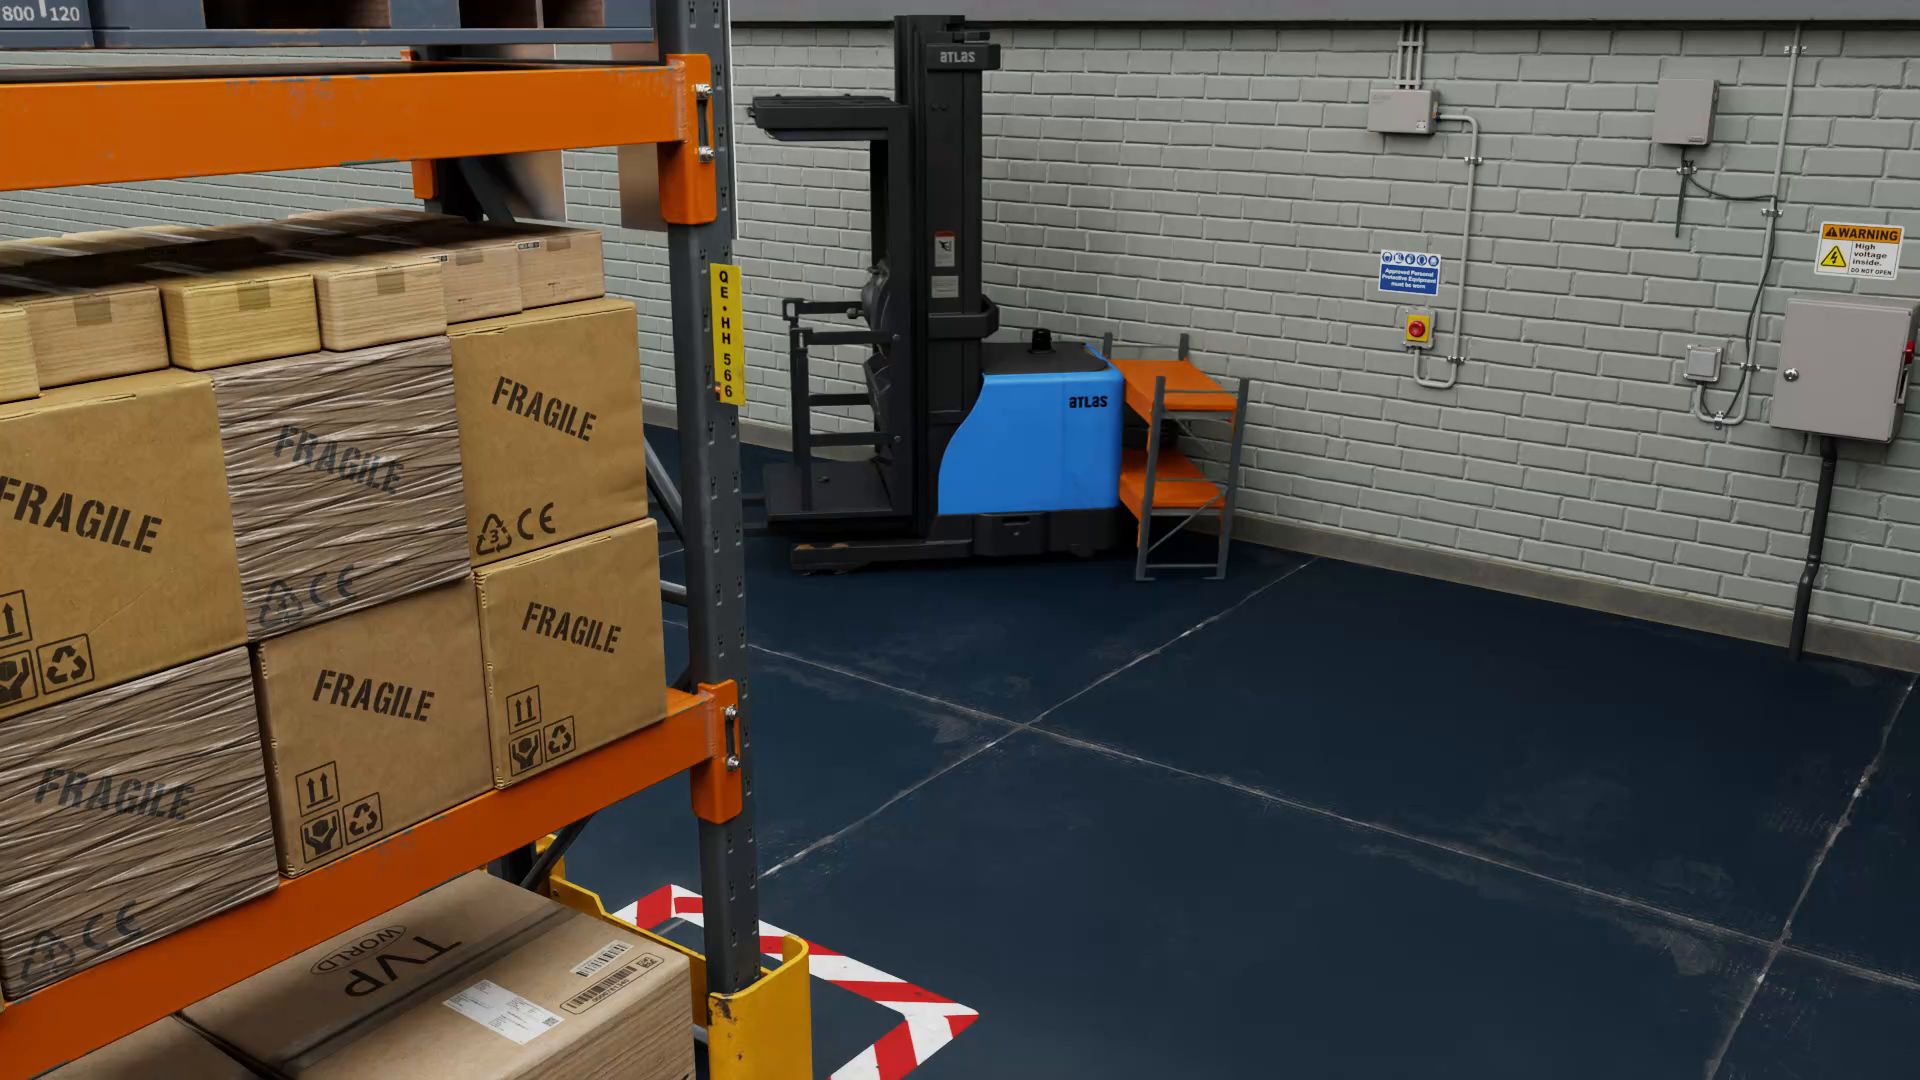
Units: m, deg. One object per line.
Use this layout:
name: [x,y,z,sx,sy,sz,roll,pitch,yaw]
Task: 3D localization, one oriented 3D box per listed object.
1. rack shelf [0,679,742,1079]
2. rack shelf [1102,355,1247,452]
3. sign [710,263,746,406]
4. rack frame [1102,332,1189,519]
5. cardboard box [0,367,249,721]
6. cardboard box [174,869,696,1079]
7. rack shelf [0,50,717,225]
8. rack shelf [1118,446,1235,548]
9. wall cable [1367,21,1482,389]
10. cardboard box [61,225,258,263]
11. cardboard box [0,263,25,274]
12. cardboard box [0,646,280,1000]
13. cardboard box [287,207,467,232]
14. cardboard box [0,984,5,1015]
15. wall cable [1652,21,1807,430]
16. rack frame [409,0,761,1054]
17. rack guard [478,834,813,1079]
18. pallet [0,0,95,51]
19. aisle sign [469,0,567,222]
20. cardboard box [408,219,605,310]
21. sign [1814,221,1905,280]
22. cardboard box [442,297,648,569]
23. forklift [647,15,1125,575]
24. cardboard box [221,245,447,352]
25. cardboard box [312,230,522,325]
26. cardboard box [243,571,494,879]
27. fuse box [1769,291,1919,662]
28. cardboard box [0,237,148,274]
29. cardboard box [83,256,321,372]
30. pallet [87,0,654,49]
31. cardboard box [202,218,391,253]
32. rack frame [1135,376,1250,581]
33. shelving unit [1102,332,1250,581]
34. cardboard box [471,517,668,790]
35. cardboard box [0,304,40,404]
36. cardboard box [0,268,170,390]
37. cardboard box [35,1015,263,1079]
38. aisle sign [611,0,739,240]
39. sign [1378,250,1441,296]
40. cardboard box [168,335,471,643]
rack shelf: [-2.162,0.910,2.970,1.077,0.370,4.000,12,21,35]
rack shelf: [1.153,-0.764,9.195,0.538,0.278,1.000,0,20,-11]
sign: [-0.542,-0.477,3.871,0.100,0.325,0.005,12,21,35]
rack frame: [1.040,-0.661,9.762,0.500,1.125,0.032,0,20,-11]
cardboard box: [-1.651,-0.032,2.934,0.500,0.500,0.500,12,21,34]
cardboard box: [-1.283,1.288,4.152,0.875,0.438,0.875,12,21,33]
rack shelf: [-2.162,-0.523,2.525,1.077,0.370,4.000,12,21,35]
rack shelf: [1.119,-0.259,9.374,0.538,0.278,1.000,0,20,-11]
wall cable: [2.371,-1.758,8.580,0.585,1.953,0.123,12,21,35]
cardboard box: [-1.750,-0.593,3.647,0.380,0.149,0.250,13,22,36]
cardboard box: [-2.006,-0.455,3.204,0.380,0.149,0.250,13,21,35]
cardboard box: [-1.654,0.445,3.085,0.500,0.500,0.500,13,22,36]
cardboard box: [-1.404,-0.710,4.023,0.380,0.149,0.250,13,21,36]
cardboard box: [-1.952,0.570,2.682,0.500,0.500,0.500,13,22,36]
wall cable: [3.517,-1.495,7.786,0.588,1.984,0.122,12,21,35]
rack frame: [-0.970,0.090,4.397,1.000,3.000,0.127,12,21,35]
rack guard: [-0.956,1.278,4.786,1.175,0.500,0.348,12,21,35]
pallet: [-2.130,-0.830,2.451,1.003,0.211,1.213,12,21,35]
aisle sign: [-1.160,-1.220,4.232,0.394,0.787,0.004,12,21,35]
cardboard box: [-1.023,-0.624,3.749,0.380,0.149,0.250,13,21,35]
sign: [4.050,-1.305,7.496,0.339,0.242,0.001,12,21,35]
cardboard box: [-1.066,-0.279,3.729,0.500,0.500,0.500,13,22,36]
forklift: [-0.641,-1.373,9.223,3.031,2.935,1.130,-2,17,-8]
cardboard box: [-1.241,-0.483,3.294,0.380,0.149,0.250,12,21,34]
cardboard box: [-1.155,-0.560,3.540,0.380,0.149,0.250,13,21,36]
cardboard box: [-1.356,0.320,3.485,0.500,0.500,0.500,12,21,34]
fuse box: [3.971,-0.236,7.619,0.539,1.711,0.414,12,21,35]
cardboard box: [-1.892,-0.527,3.435,0.380,0.149,0.250,12,21,33]
cardboard box: [-1.424,-0.431,3.125,0.380,0.149,0.250,13,21,36]
pallet: [-1.404,-1.122,3.390,1.003,0.211,1.213,12,21,35]
cardboard box: [-1.503,-0.635,3.782,0.380,0.149,0.250,13,22,36]
rack frame: [1.228,-0.316,8.824,0.500,1.125,0.032,0,20,-11]
shelving unit: [1.134,-0.489,9.293,0.538,1.125,1.048,0,20,-11]
cardboard box: [-1.045,0.204,3.862,0.500,0.500,0.500,13,21,35]
cardboard box: [-1.739,-0.311,2.739,0.380,0.149,0.250,13,22,36]
cardboard box: [-1.637,-0.381,2.964,0.380,0.149,0.250,12,21,34]
cardboard box: [-1.821,1.507,3.445,0.875,0.438,0.875,13,22,36]
aisle sign: [-0.678,-1.114,3.890,0.394,0.787,0.004,12,21,35]
sign: [2.369,-1.410,8.770,0.327,0.218,0.001,12,21,35]
cardboard box: [-1.354,-0.149,3.311,0.500,0.500,0.500,13,21,35]
